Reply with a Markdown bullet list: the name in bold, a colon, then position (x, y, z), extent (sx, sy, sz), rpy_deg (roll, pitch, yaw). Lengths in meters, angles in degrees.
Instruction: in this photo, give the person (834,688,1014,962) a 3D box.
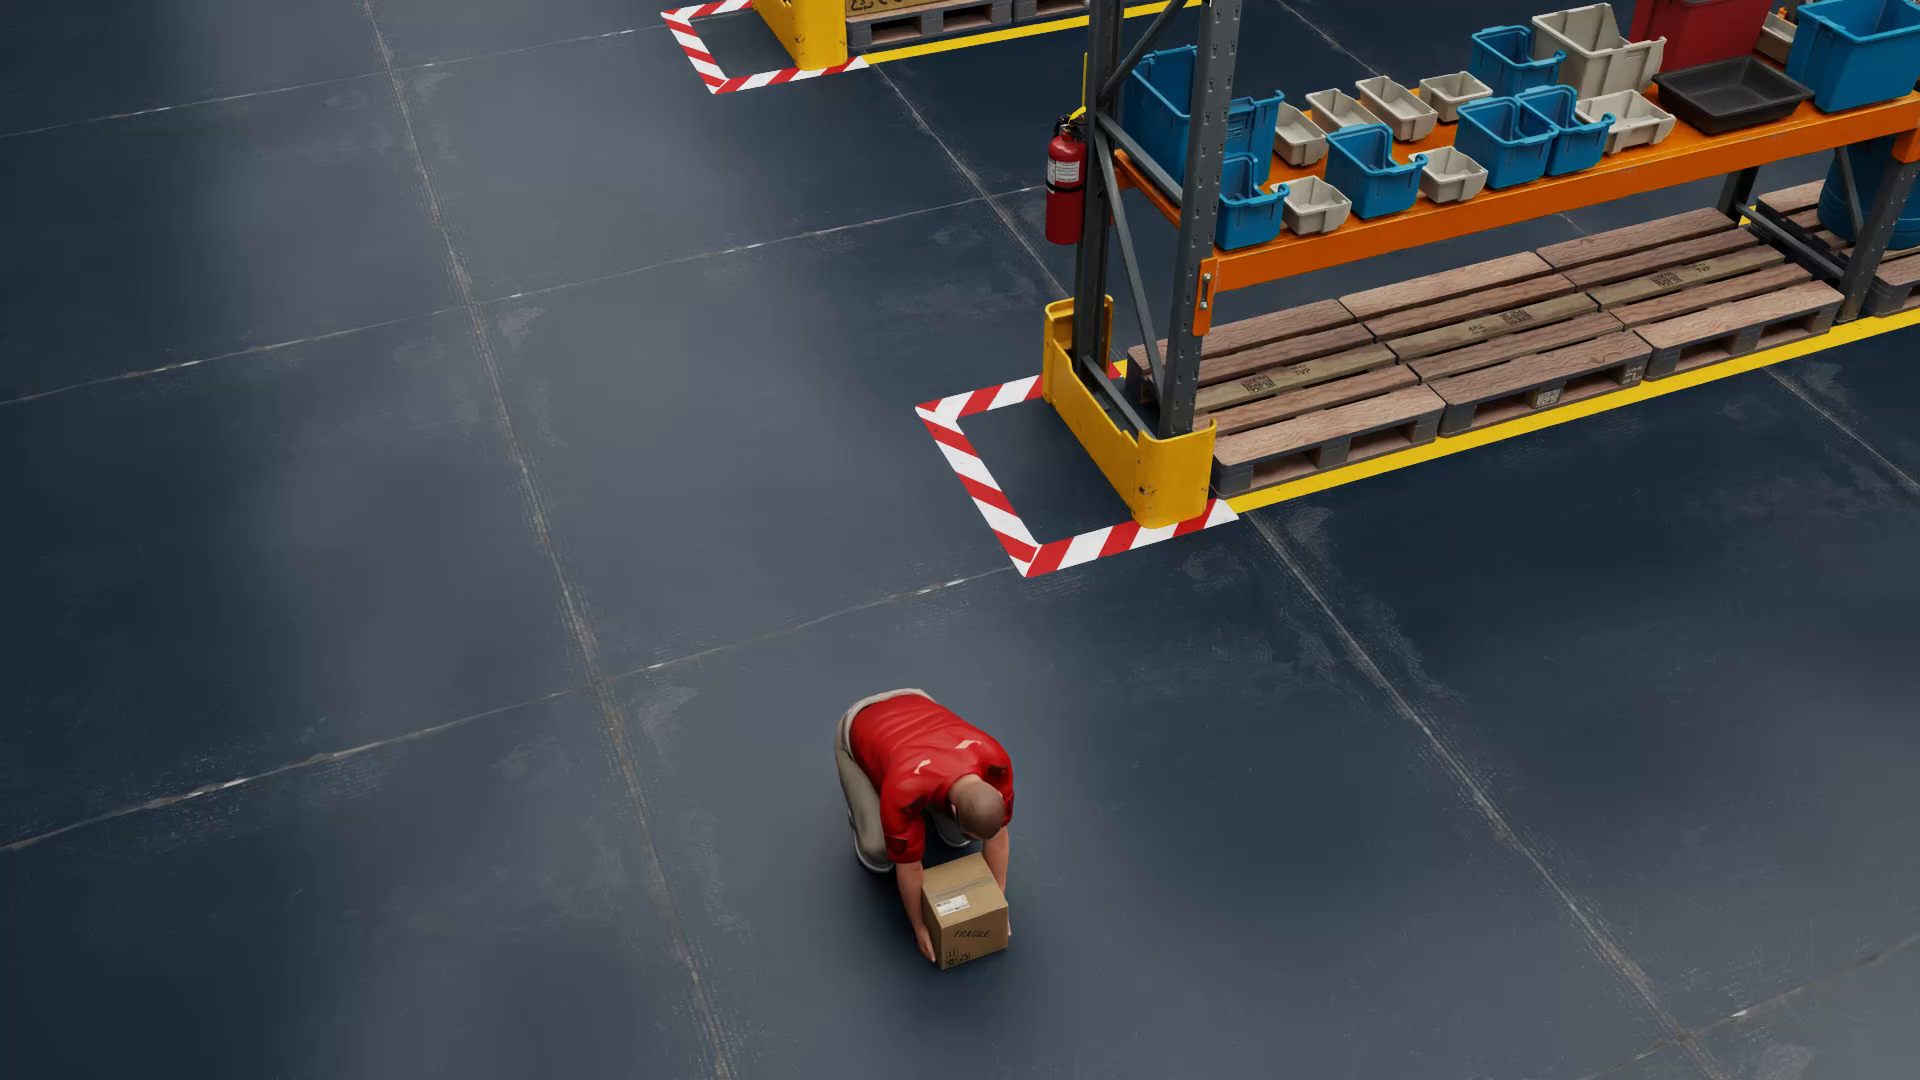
- **person**: position (-0.121, 0.932, 5.903), extent (0.544, 0.859, 0.895), rpy_deg (-16, 44, -17)
